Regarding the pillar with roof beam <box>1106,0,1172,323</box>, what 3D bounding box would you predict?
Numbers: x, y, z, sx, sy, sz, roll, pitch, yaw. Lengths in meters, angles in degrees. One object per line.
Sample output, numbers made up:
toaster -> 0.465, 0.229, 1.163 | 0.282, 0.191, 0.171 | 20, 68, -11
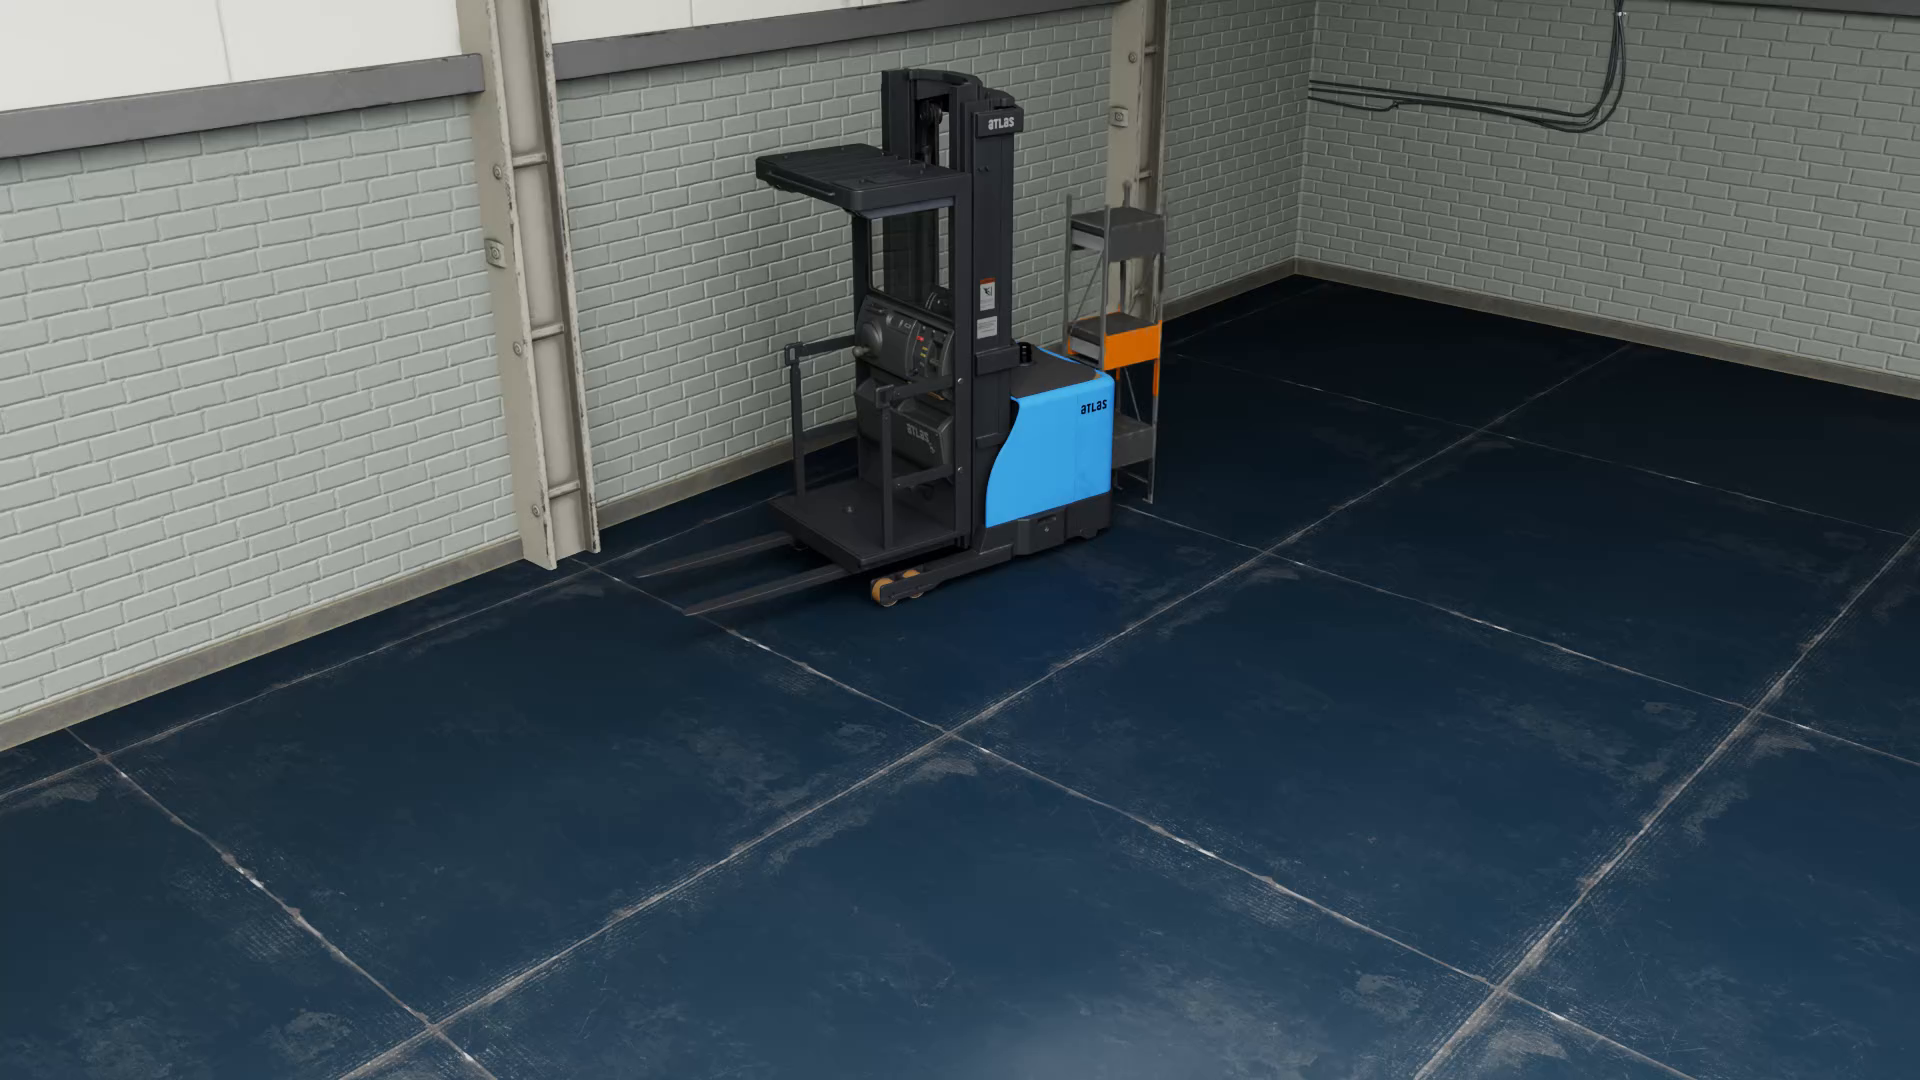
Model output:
pillar with roof beam -> 4.680, -4.672, 10.171 | 9.100, 9.000, 0.400 | 20, 31, 38

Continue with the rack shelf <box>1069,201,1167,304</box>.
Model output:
rack shelf -> 0.992, -1.839, 10.605 | 0.480, 0.518, 0.431 | -17, 29, -33

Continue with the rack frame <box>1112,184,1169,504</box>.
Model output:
rack frame -> 1.187, -1.270, 11.017 | 0.015, 2.100, 0.400 | -17, 29, -33

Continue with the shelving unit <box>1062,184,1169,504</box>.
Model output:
shelving unit -> 0.990, -1.212, 10.884 | 0.503, 2.100, 0.431 | -17, 29, -33

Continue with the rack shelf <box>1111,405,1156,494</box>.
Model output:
rack shelf -> 0.988, -0.560, 11.175 | 0.480, 0.518, 0.431 | -17, 29, -33

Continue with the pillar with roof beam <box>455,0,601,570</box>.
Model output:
pillar with roof beam -> 0.676, -2.844, 6.094 | 9.100, 9.000, 0.400 | 20, 31, 38

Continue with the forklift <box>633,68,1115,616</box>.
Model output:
forklift -> -0.503, -1.187, 9.816 | 3.031, 2.935, 1.130 | -17, 29, -33

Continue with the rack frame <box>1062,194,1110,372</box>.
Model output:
rack frame -> 0.794, -1.153, 10.752 | 0.015, 2.100, 0.400 | -17, 29, -33

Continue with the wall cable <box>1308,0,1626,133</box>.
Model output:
wall cable -> 4.425, -4.967, 14.625 | 3.097, 2.526, 0.112 | 20, 31, 38

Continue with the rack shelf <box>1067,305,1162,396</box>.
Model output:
rack shelf -> 0.990, -1.199, 10.890 | 0.480, 0.518, 0.431 | -17, 29, -33
